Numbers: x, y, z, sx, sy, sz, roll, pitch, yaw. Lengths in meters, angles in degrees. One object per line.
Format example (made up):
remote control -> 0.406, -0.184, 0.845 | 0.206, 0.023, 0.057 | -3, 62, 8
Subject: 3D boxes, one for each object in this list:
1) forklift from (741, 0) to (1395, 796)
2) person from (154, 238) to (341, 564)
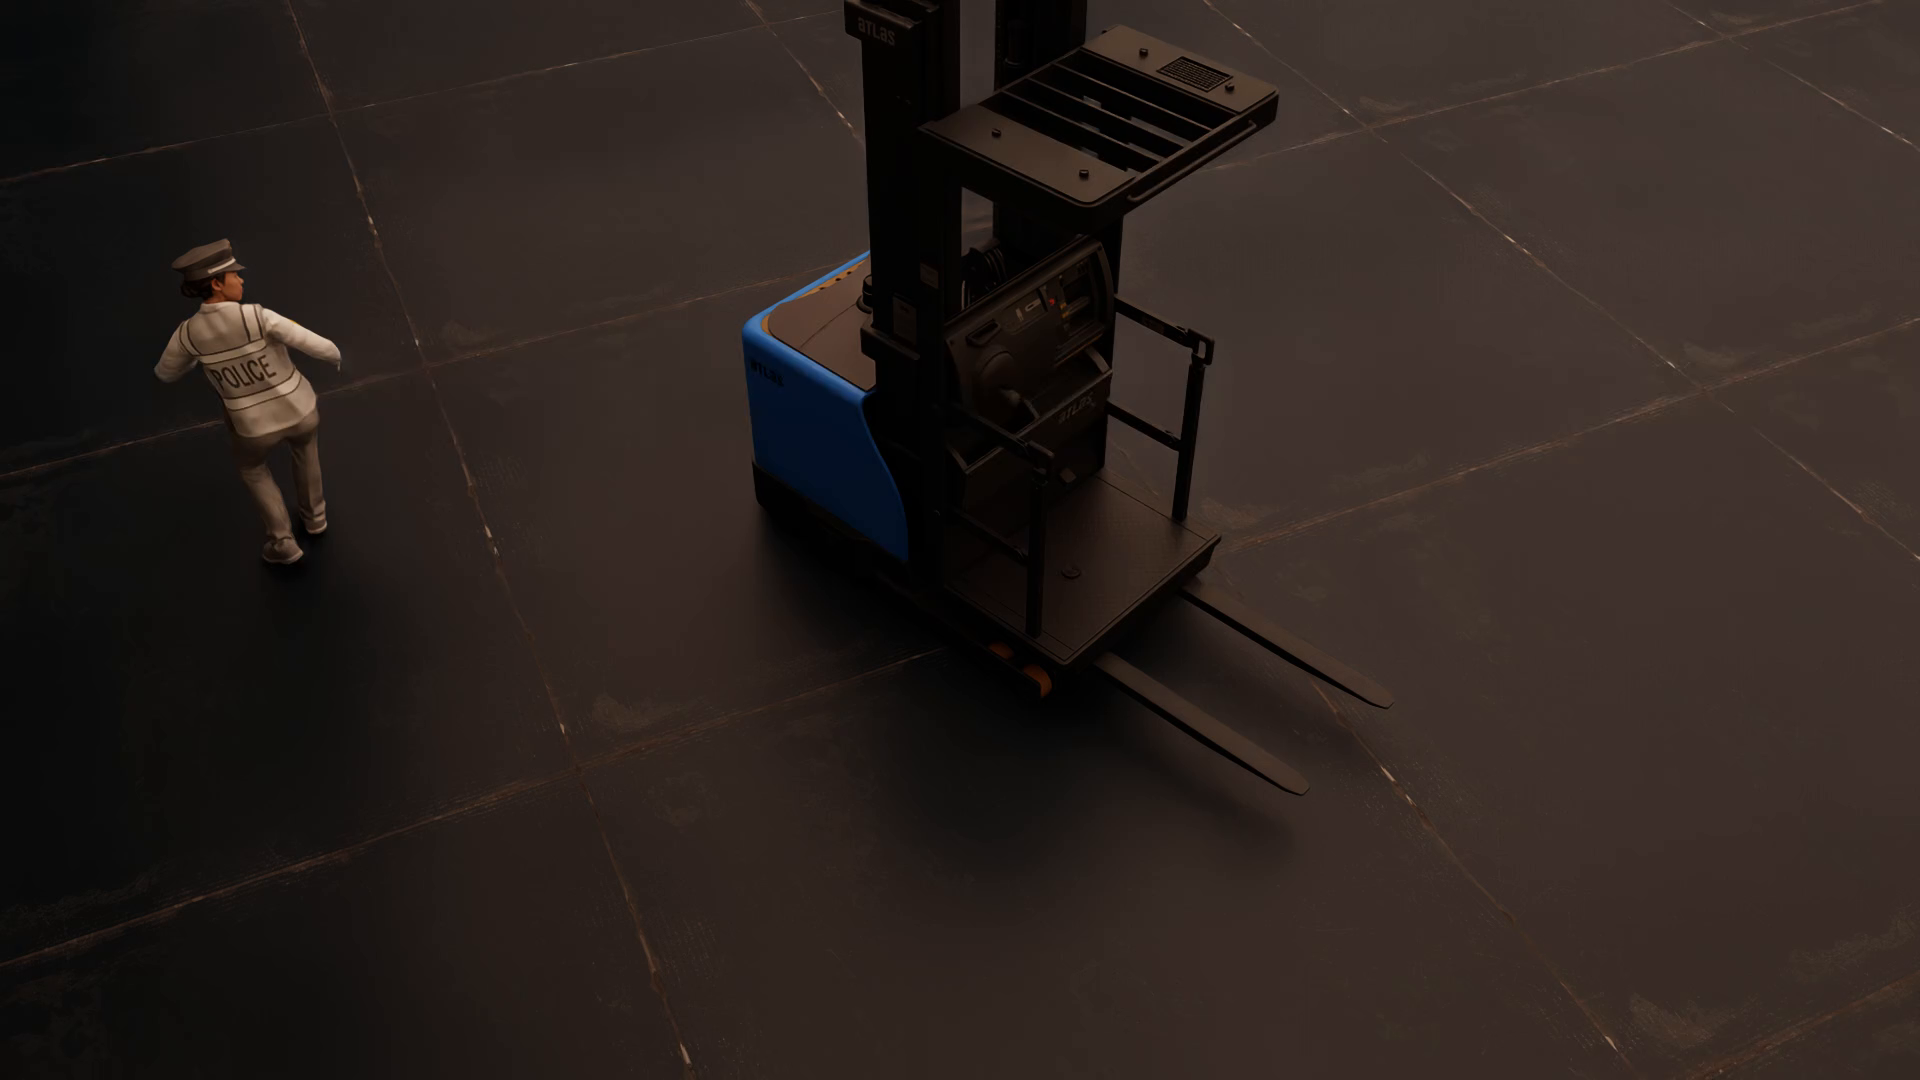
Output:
forklift -> 0.445, -0.788, 6.525 | 3.031, 2.935, 1.130 | 32, 52, 30
person -> -3.093, -0.639, 7.354 | 0.742, 1.594, 0.672 | -18, 46, -18
